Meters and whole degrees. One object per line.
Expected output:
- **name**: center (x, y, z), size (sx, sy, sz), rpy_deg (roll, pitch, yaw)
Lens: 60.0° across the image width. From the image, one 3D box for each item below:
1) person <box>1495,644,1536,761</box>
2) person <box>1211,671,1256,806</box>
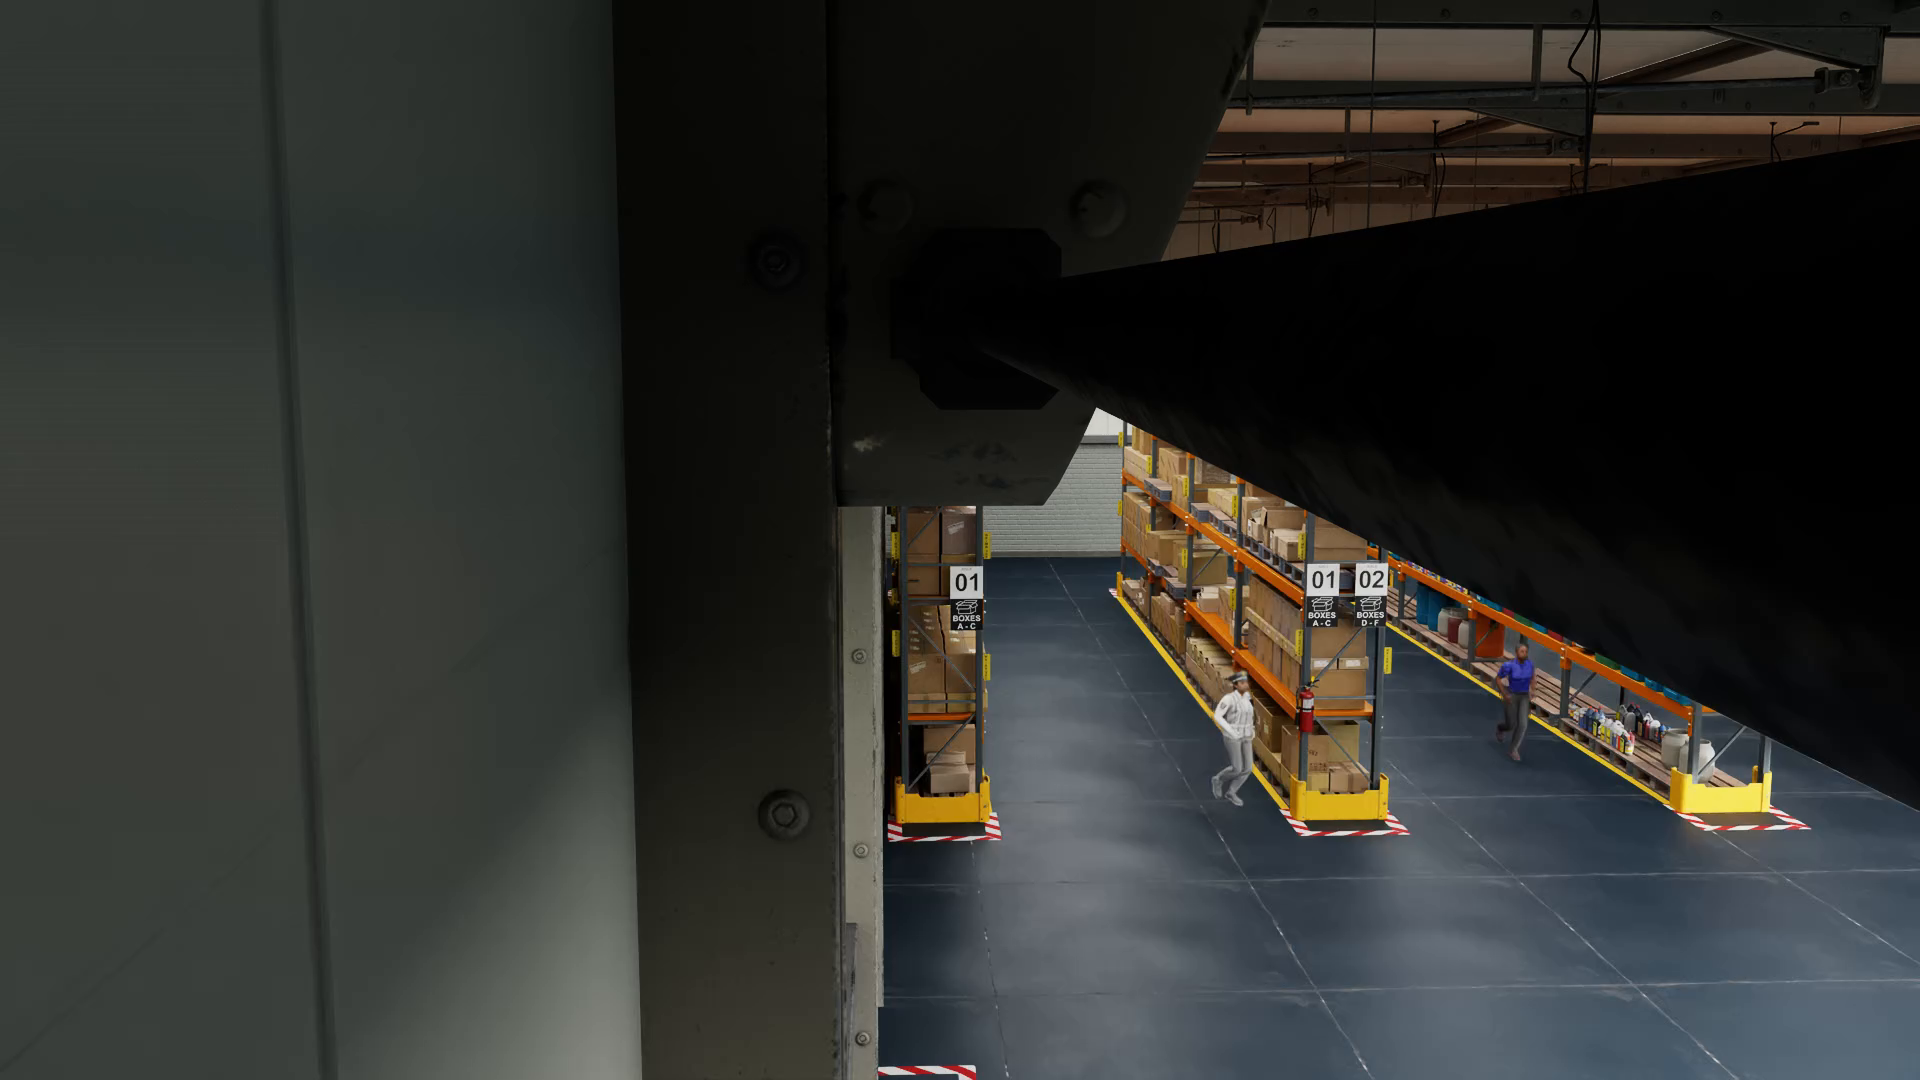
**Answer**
- **person**: center (7.861, 2.250, 23.531), size (0.598, 1.627, 0.681), rpy_deg (-1, 8, -9)
- **person**: center (3.391, 2.400, 20.418), size (0.645, 1.647, 0.522), rpy_deg (-6, 10, -35)
